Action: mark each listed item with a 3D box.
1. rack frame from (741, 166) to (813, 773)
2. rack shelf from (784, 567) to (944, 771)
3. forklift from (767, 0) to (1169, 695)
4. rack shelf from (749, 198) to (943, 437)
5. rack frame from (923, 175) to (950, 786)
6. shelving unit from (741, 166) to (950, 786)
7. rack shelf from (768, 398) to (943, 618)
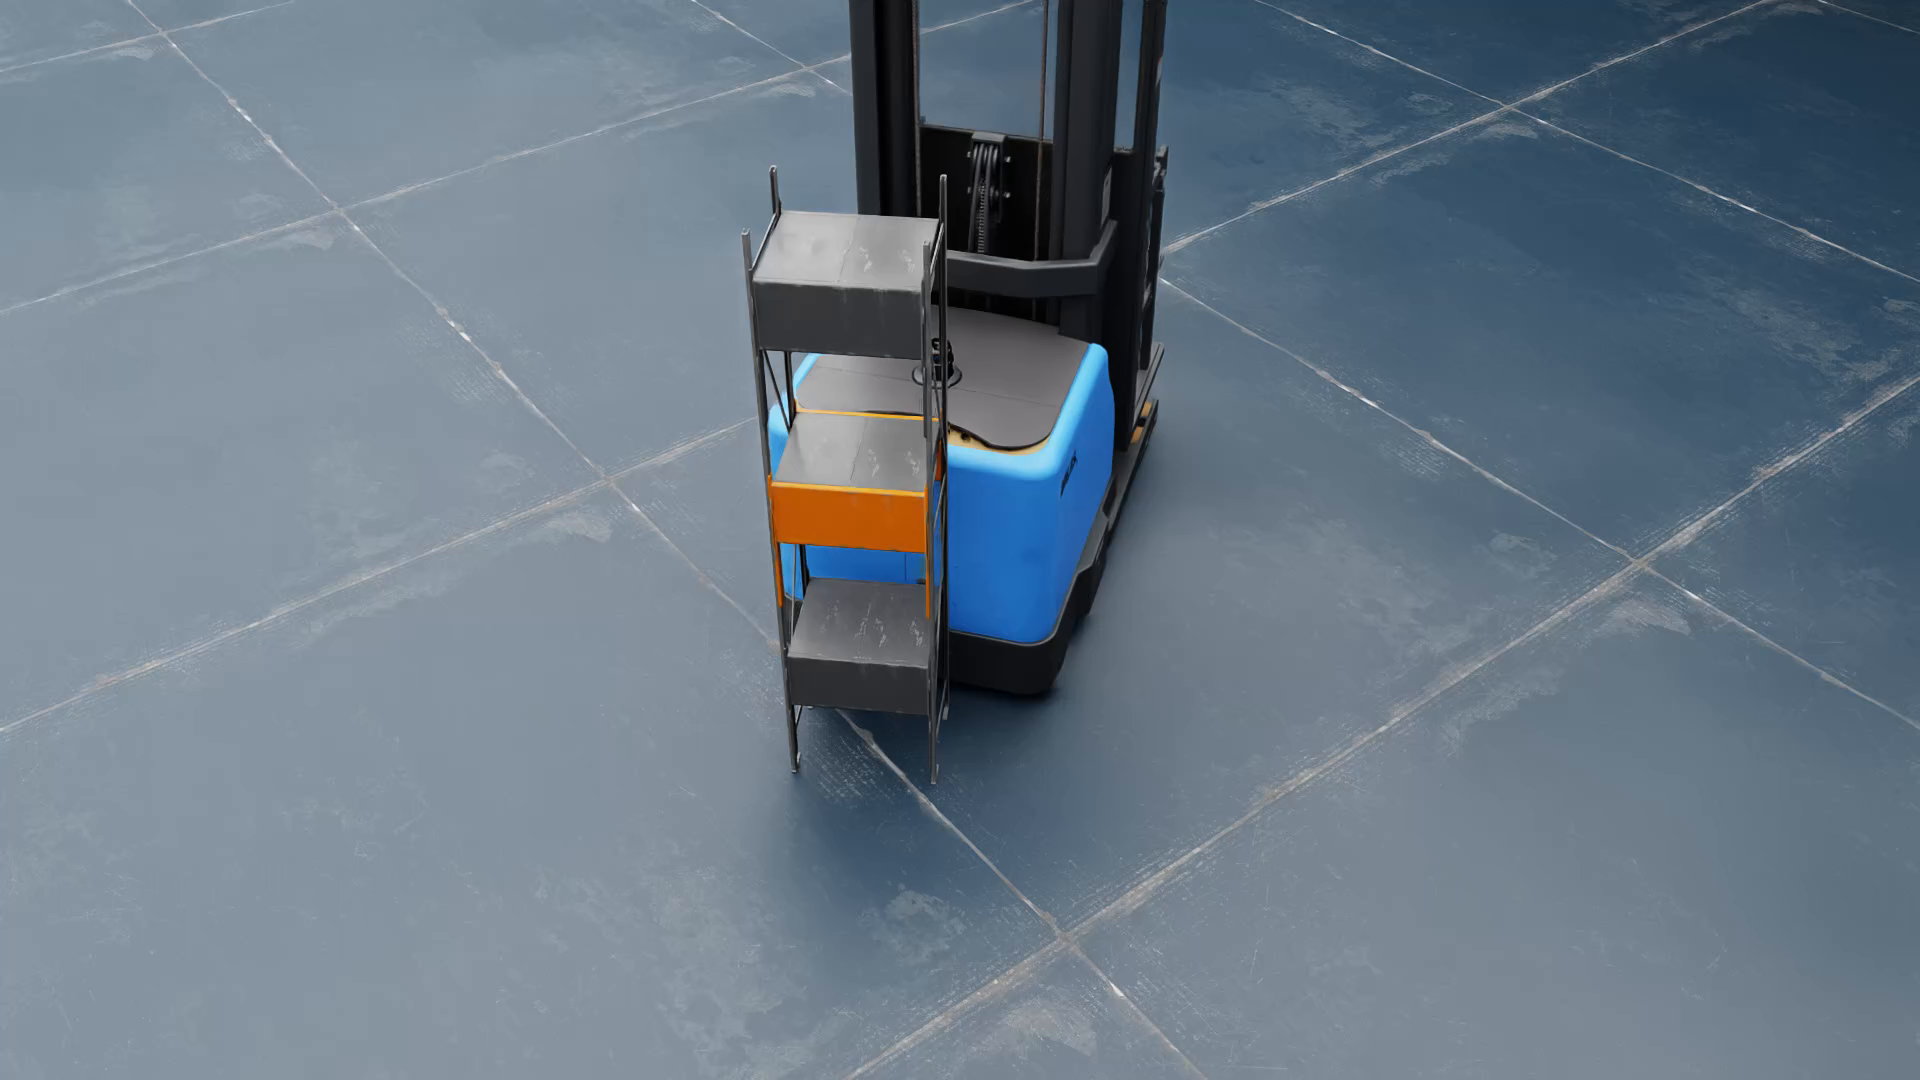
[{"bbox_3d":[-0.553,-0.129,5.252,0.015,2.100,0.400,4,40,5],"label":"rack frame"},{"bbox_3d":[-0.311,0.440,5.683,0.480,0.518,0.431,4,40,5],"label":"rack shelf"},{"bbox_3d":[0.238,-1.521,6.293,1.130,2.935,3.031,11,41,13],"label":"forklift"},{"bbox_3d":[-0.311,-0.642,4.795,0.480,0.518,0.431,4,40,5],"label":"rack shelf"},{"bbox_3d":[-0.068,-0.094,5.209,0.015,2.100,0.400,4,40,5],"label":"rack frame"},{"bbox_3d":[-0.311,-0.111,5.230,0.503,2.100,0.431,4,40,5],"label":"shelving unit"},{"bbox_3d":[-0.311,-0.101,5.239,0.480,0.518,0.431,4,40,5],"label":"rack shelf"}]
